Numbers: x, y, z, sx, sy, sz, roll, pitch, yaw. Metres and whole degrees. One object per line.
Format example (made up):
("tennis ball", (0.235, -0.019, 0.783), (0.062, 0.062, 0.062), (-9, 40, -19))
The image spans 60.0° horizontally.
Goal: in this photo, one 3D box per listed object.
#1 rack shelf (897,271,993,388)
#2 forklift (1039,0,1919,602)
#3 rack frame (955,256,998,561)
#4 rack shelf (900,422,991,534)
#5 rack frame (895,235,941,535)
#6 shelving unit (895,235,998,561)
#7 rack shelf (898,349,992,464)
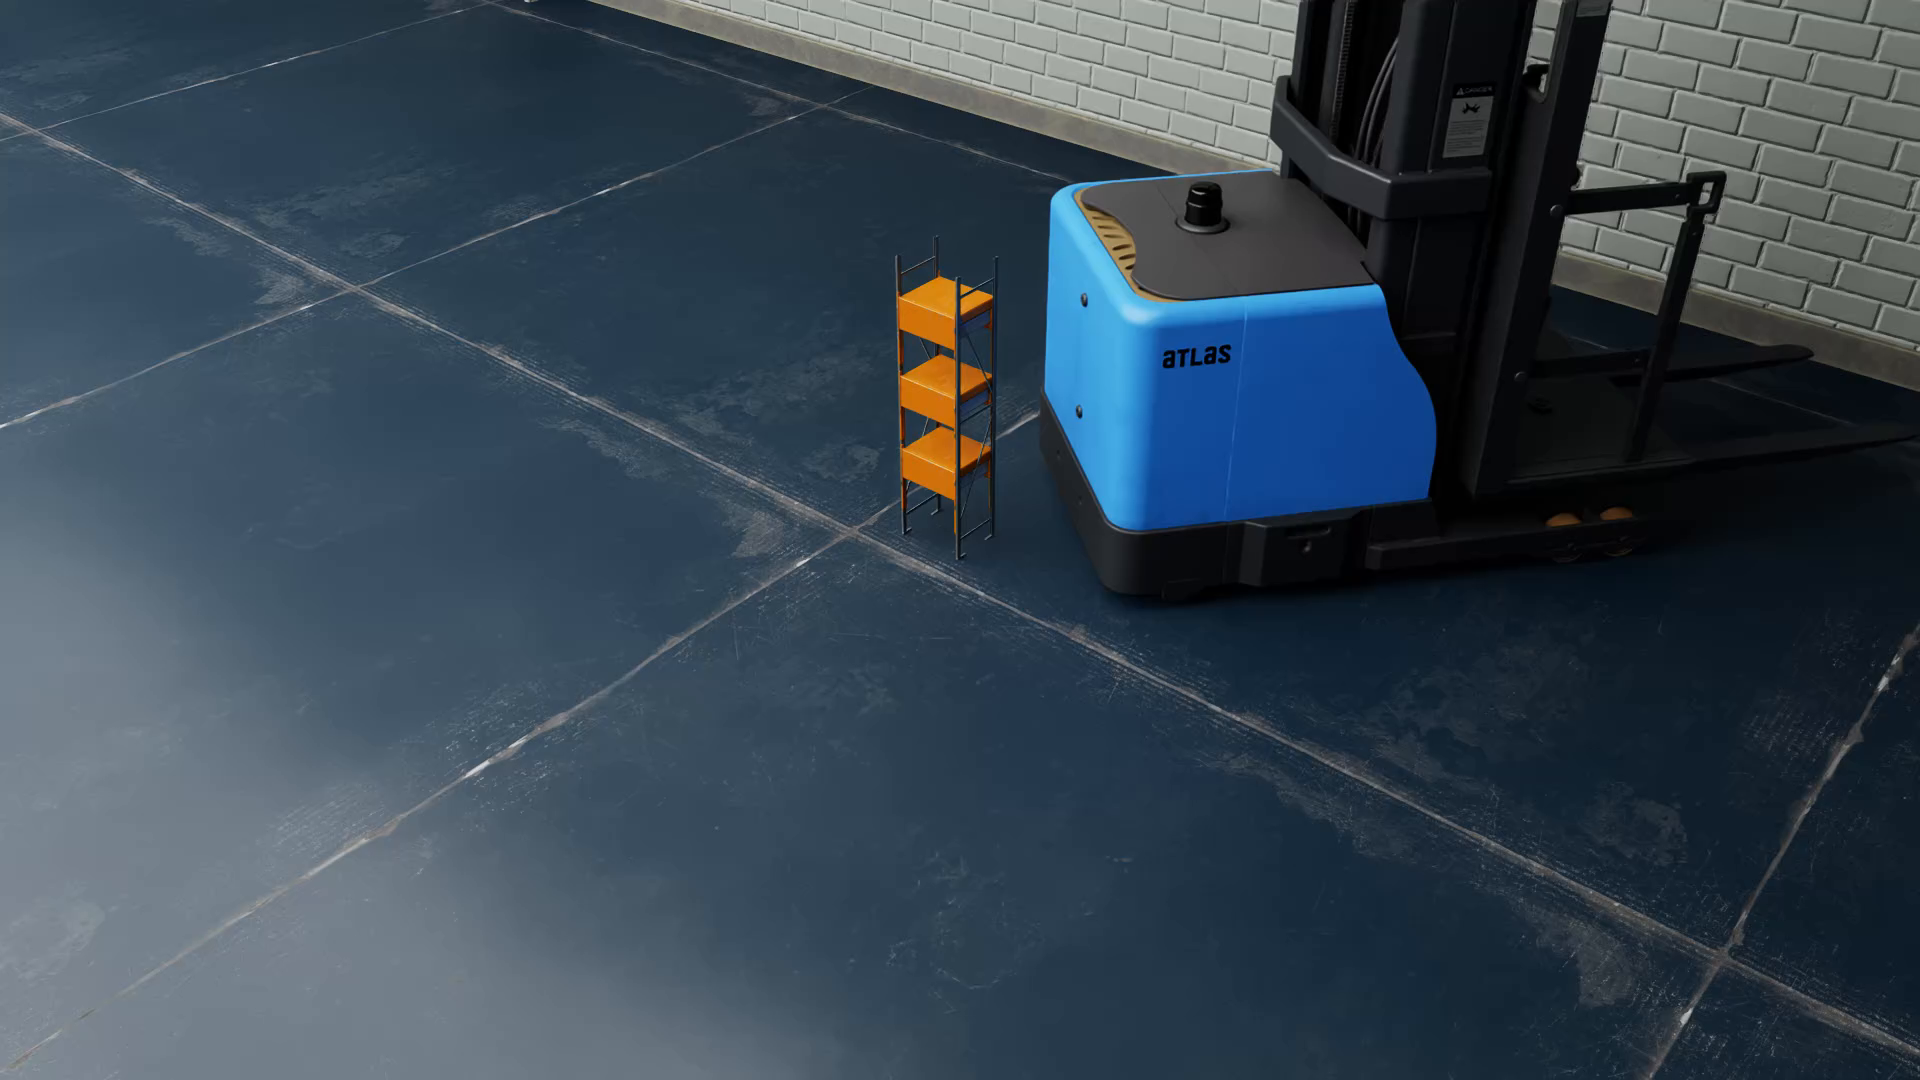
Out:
("rack shelf", (-0.041, -0.677, 5.326), (0.240, 0.259, 0.215), (25, 42, 32))
("forklift", (1.860, -1.419, 5.227), (3.031, 2.935, 1.130), (-6, 35, -9))
("rack frame", (0.053, -0.408, 5.417), (0.008, 1.050, 0.200), (25, 42, 32))
("rack shelf", (-0.041, -0.214, 5.644), (0.240, 0.259, 0.215), (25, 42, 32))
("rack frame", (-0.135, -0.496, 5.545), (0.008, 1.050, 0.200), (25, 42, 32))
("shelving unit", (-0.041, -0.452, 5.481), (0.252, 1.050, 0.215), (25, 42, 32))
("rack shelf", (-0.041, -0.443, 5.487), (0.240, 0.259, 0.215), (25, 42, 32))
